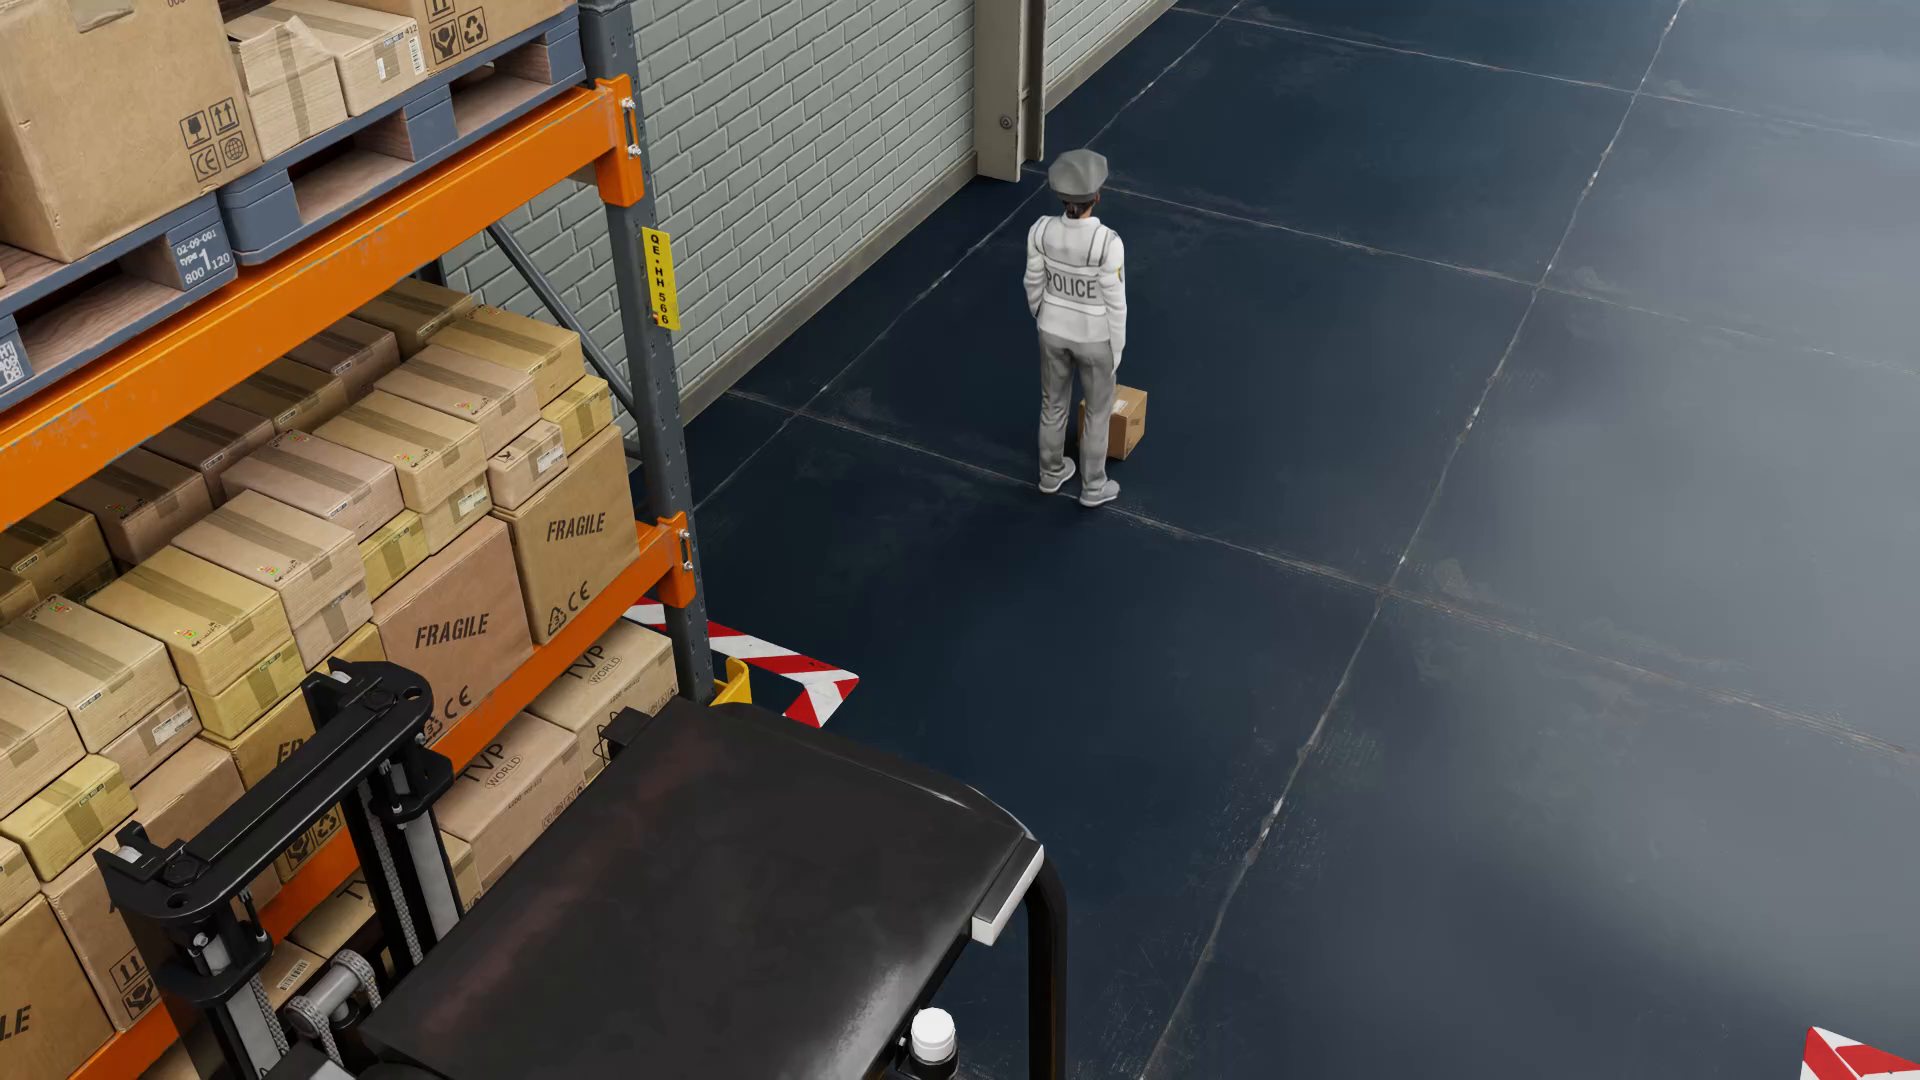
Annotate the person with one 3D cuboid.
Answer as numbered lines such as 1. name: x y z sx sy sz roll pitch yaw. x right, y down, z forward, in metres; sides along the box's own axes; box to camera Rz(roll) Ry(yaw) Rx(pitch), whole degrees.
1. person: 0.505 -0.891 7.279 0.483 1.724 0.366 18 42 22
